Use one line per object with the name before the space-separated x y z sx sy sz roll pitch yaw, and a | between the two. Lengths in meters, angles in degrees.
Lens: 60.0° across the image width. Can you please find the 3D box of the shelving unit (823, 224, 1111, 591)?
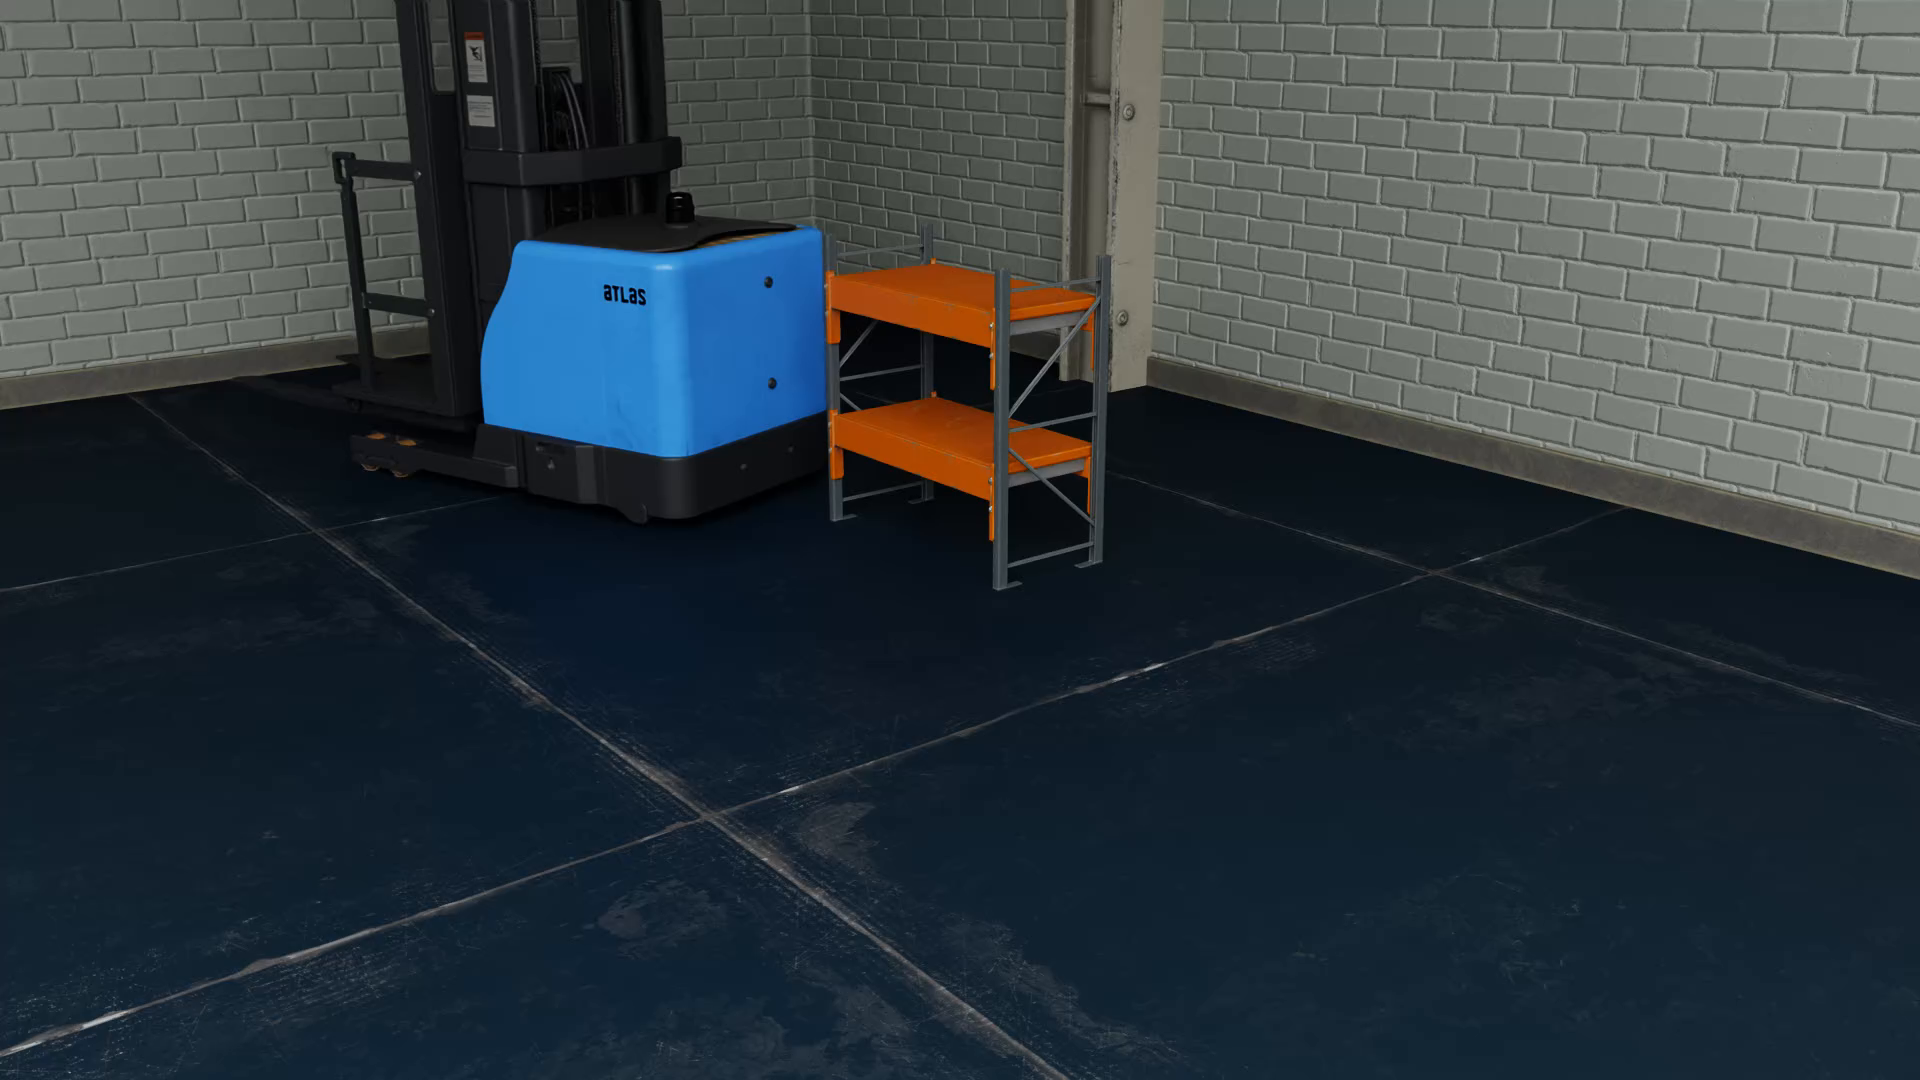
shelving unit | 0.004 -0.532 6.181 0.538 1.125 1.048 -14 23 -36

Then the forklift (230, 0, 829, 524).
forklift | -2.055 -1.785 7.089 3.031 2.935 1.130 11 21 31

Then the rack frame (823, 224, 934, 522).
rack frame | -0.311 -0.658 6.559 0.500 1.125 0.032 -14 23 -36

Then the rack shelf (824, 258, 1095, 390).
rack shelf | 0.004 -0.810 6.089 0.538 0.278 1.000 -14 23 -36

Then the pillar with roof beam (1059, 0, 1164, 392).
pillar with roof beam | -2.600 -4.281 4.977 9.100 9.000 0.400 -14 23 -36

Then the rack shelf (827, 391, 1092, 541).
rack shelf | 0.004 -0.300 6.258 0.538 0.278 1.000 -14 23 -36

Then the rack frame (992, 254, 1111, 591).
rack frame | 0.320 -0.407 5.802 0.500 1.125 0.032 -14 23 -36
